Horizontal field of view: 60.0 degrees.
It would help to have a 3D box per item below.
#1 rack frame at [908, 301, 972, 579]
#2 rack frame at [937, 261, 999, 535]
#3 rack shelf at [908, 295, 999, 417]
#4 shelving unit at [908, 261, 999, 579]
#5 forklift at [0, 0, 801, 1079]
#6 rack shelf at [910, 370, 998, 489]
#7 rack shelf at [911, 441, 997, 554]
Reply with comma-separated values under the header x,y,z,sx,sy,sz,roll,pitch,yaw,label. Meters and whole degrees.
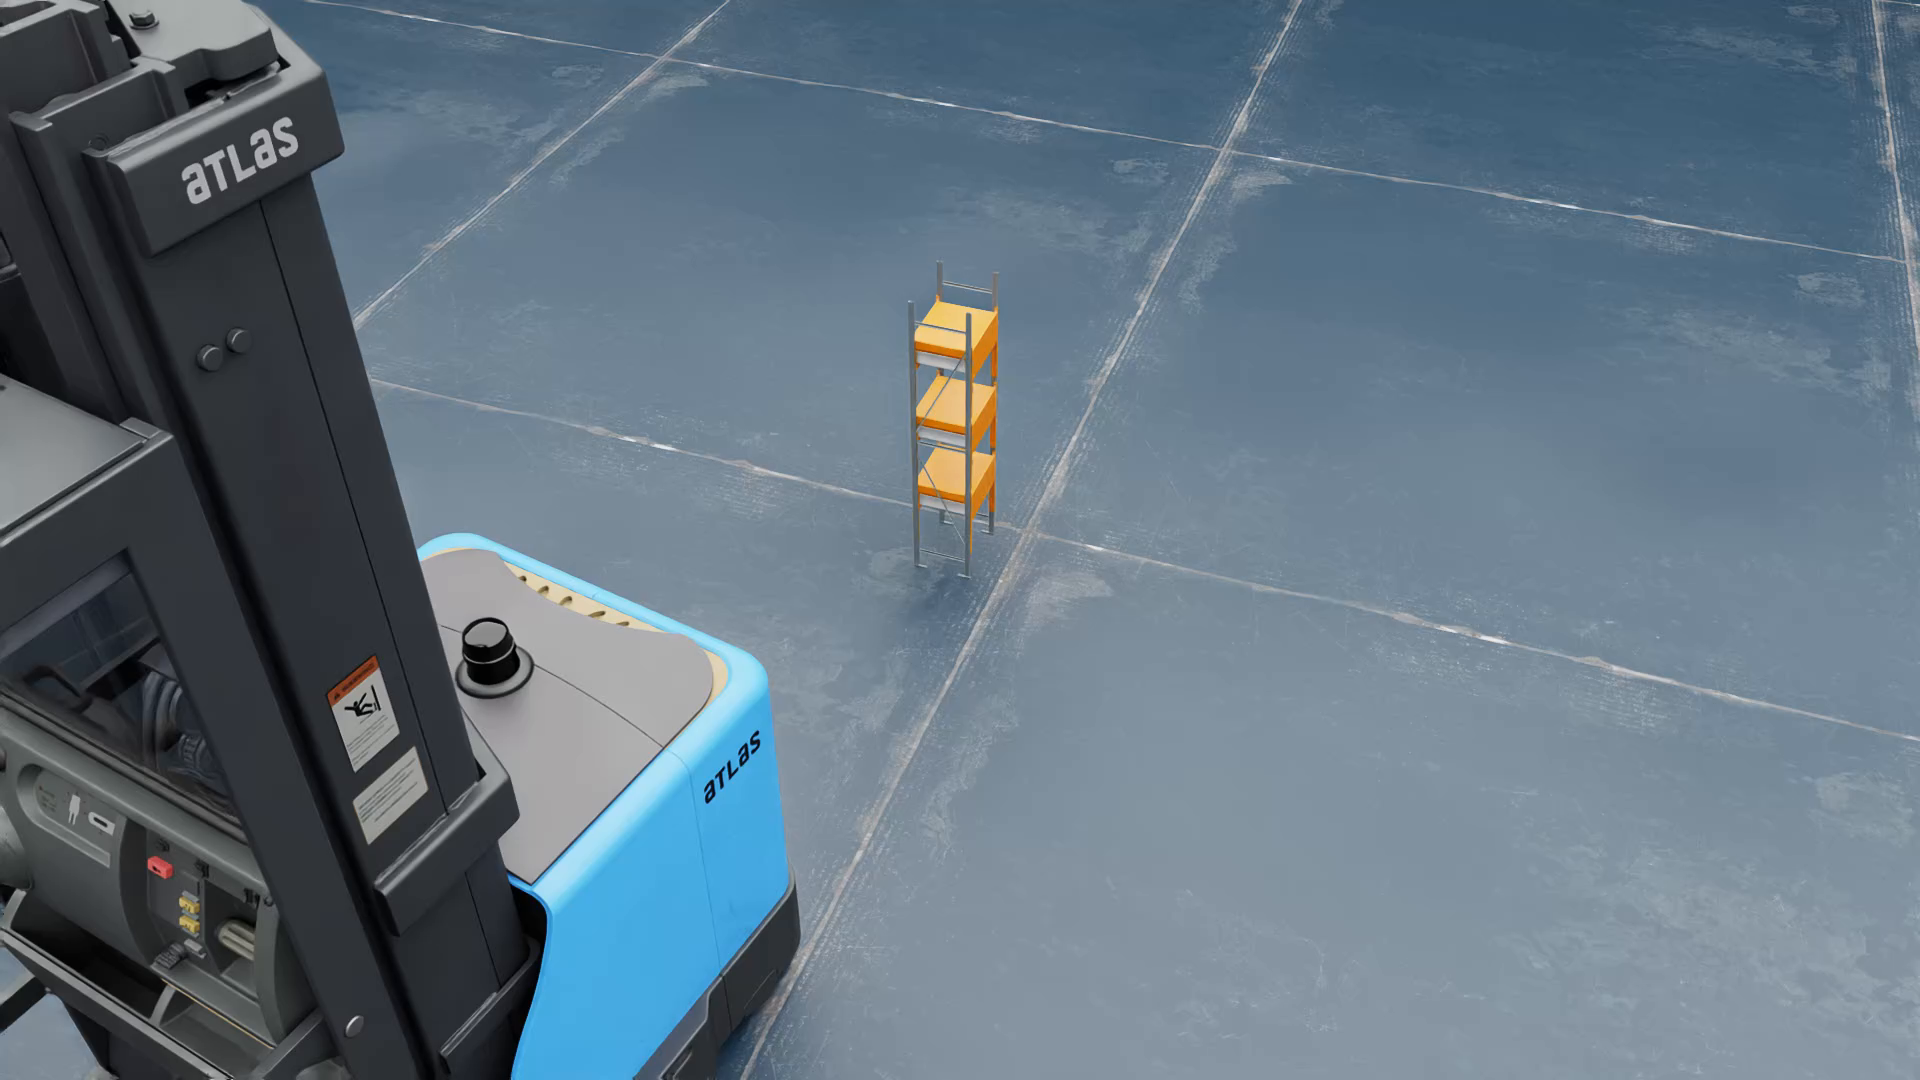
x,y,z,sx,sy,sz,roll,pitch,yaw,label
-0.060,-0.292,5.284,0.200,1.050,0.008,13,42,15,rack frame
0.023,-0.441,5.458,0.200,1.050,0.008,13,42,15,rack frame
-0.018,-0.575,5.194,0.215,0.259,0.240,13,42,15,rack shelf
-0.018,-0.367,5.371,0.215,1.050,0.252,13,42,15,shelving unit
-1.600,0.644,2.737,1.130,2.935,3.031,21,45,23,forklift
-0.018,-0.359,5.378,0.215,0.259,0.240,13,42,15,rack shelf
-0.018,-0.147,5.558,0.215,0.259,0.240,13,42,15,rack shelf
